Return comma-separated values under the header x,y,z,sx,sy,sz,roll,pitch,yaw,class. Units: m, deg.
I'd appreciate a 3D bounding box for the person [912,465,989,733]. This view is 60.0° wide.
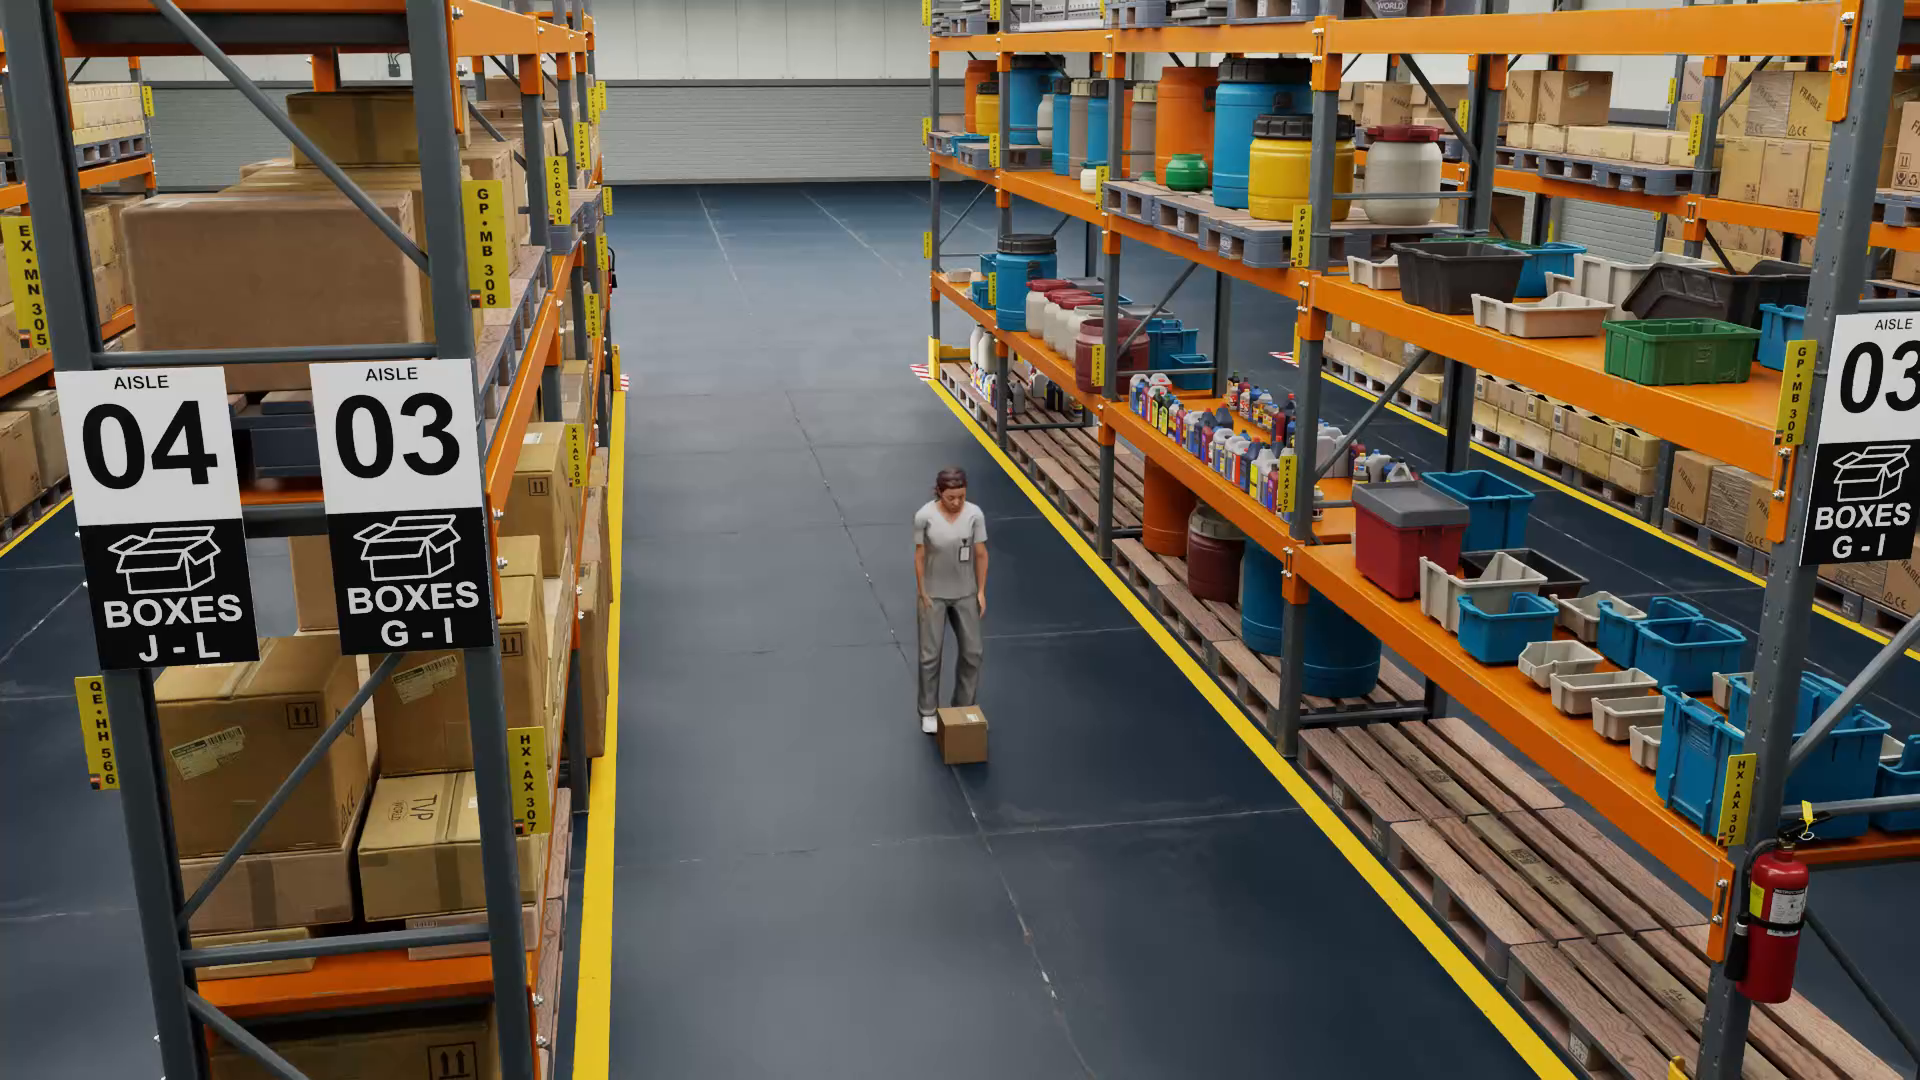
x,y,z,sx,sy,sz,roll,pitch,yaw,class
-0.054,0.343,9.950,0.453,1.644,0.351,-3,17,-9,person
